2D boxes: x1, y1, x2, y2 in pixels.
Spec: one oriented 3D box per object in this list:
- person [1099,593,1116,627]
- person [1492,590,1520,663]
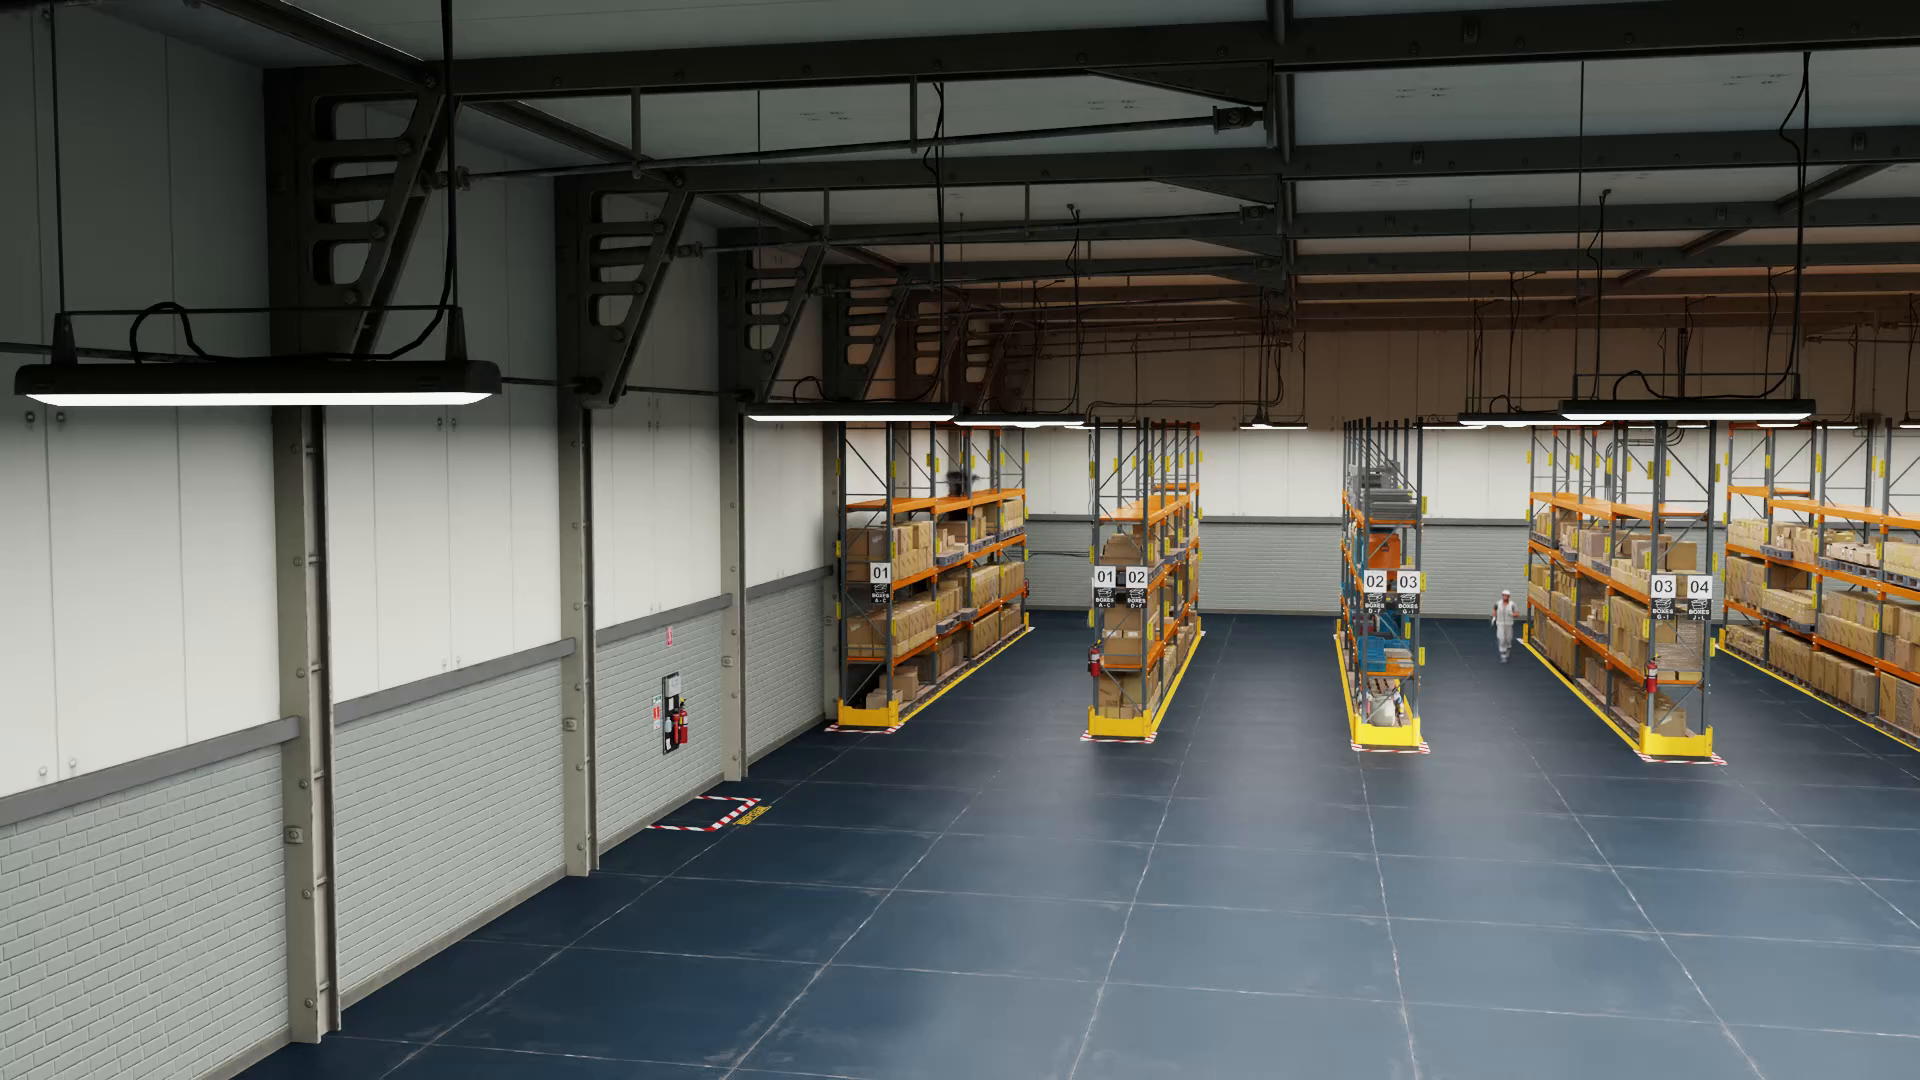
[{"bbox_3d":[4.435,1.775,48.548,1.051,1.603,0.656,2,4,30],"label":"person"},{"bbox_3d":[13.544,2.122,41.284,0.651,1.770,0.989,1,4,18],"label":"person"}]
